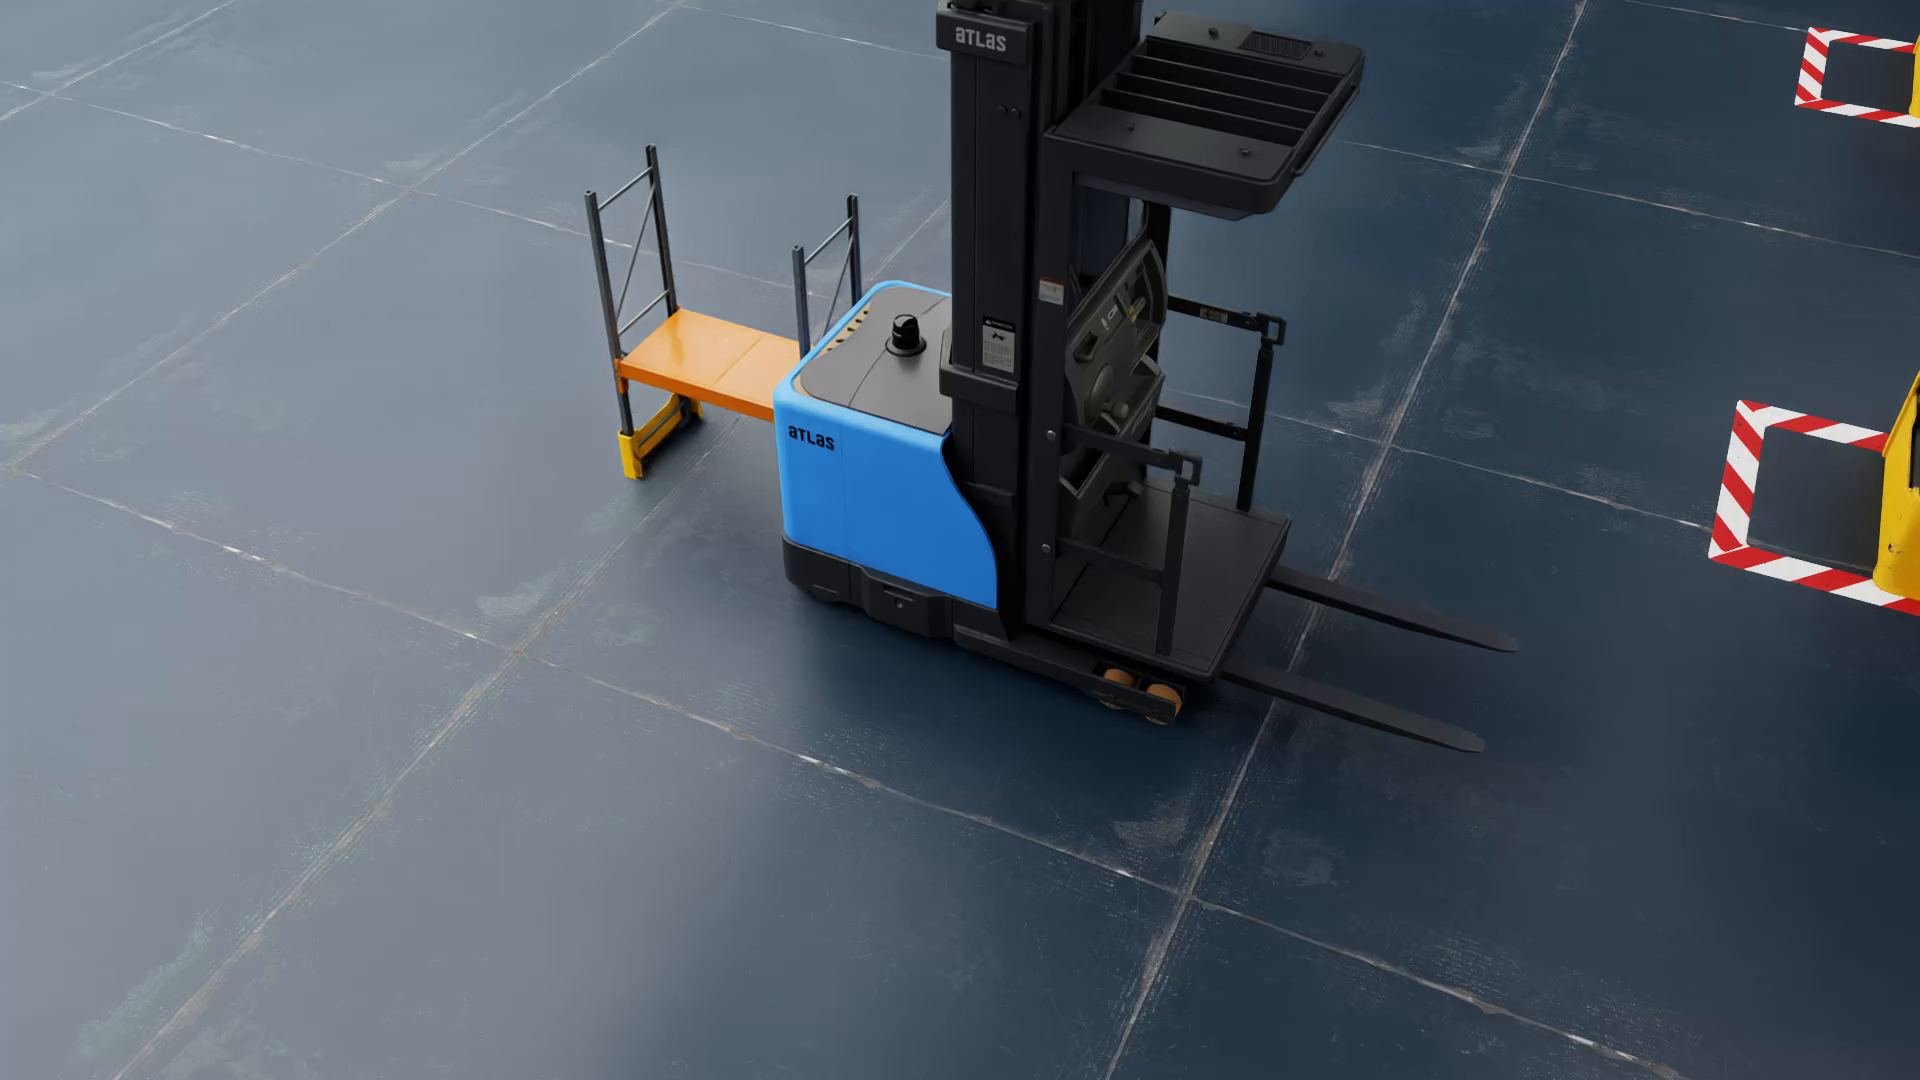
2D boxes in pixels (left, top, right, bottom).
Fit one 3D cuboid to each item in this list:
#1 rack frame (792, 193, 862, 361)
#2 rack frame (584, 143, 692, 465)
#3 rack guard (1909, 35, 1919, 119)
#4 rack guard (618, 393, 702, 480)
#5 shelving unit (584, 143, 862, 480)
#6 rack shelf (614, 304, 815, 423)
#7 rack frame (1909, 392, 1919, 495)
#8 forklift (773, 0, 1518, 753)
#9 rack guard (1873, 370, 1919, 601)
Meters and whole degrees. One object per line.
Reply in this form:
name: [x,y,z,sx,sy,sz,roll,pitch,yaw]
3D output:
rack frame: [-0.556,-0.750,7.354,0.032,1.500,0.500,18,44,19]
rack frame: [-1.470,-1.042,7.691,0.032,1.500,0.500,18,44,19]
rack guard: [6.570,-3.241,10.991,0.348,0.500,1.175,17,44,19]
rack guard: [-1.452,-0.564,8.094,0.087,0.250,0.587,18,44,19]
shelving unit: [-1.005,-0.893,7.519,1.083,1.500,0.587,18,44,19]
rack shelf: [-1.013,-0.760,7.640,1.000,0.185,0.538,18,44,19]
rack frame: [4.387,-1.238,6.773,0.127,3.000,1.000,17,44,19]
forklift: [0.780,-0.757,6.270,3.031,2.935,1.130,18,44,19]
rack guard: [4.456,-0.273,7.567,0.348,0.500,1.175,17,44,19]
